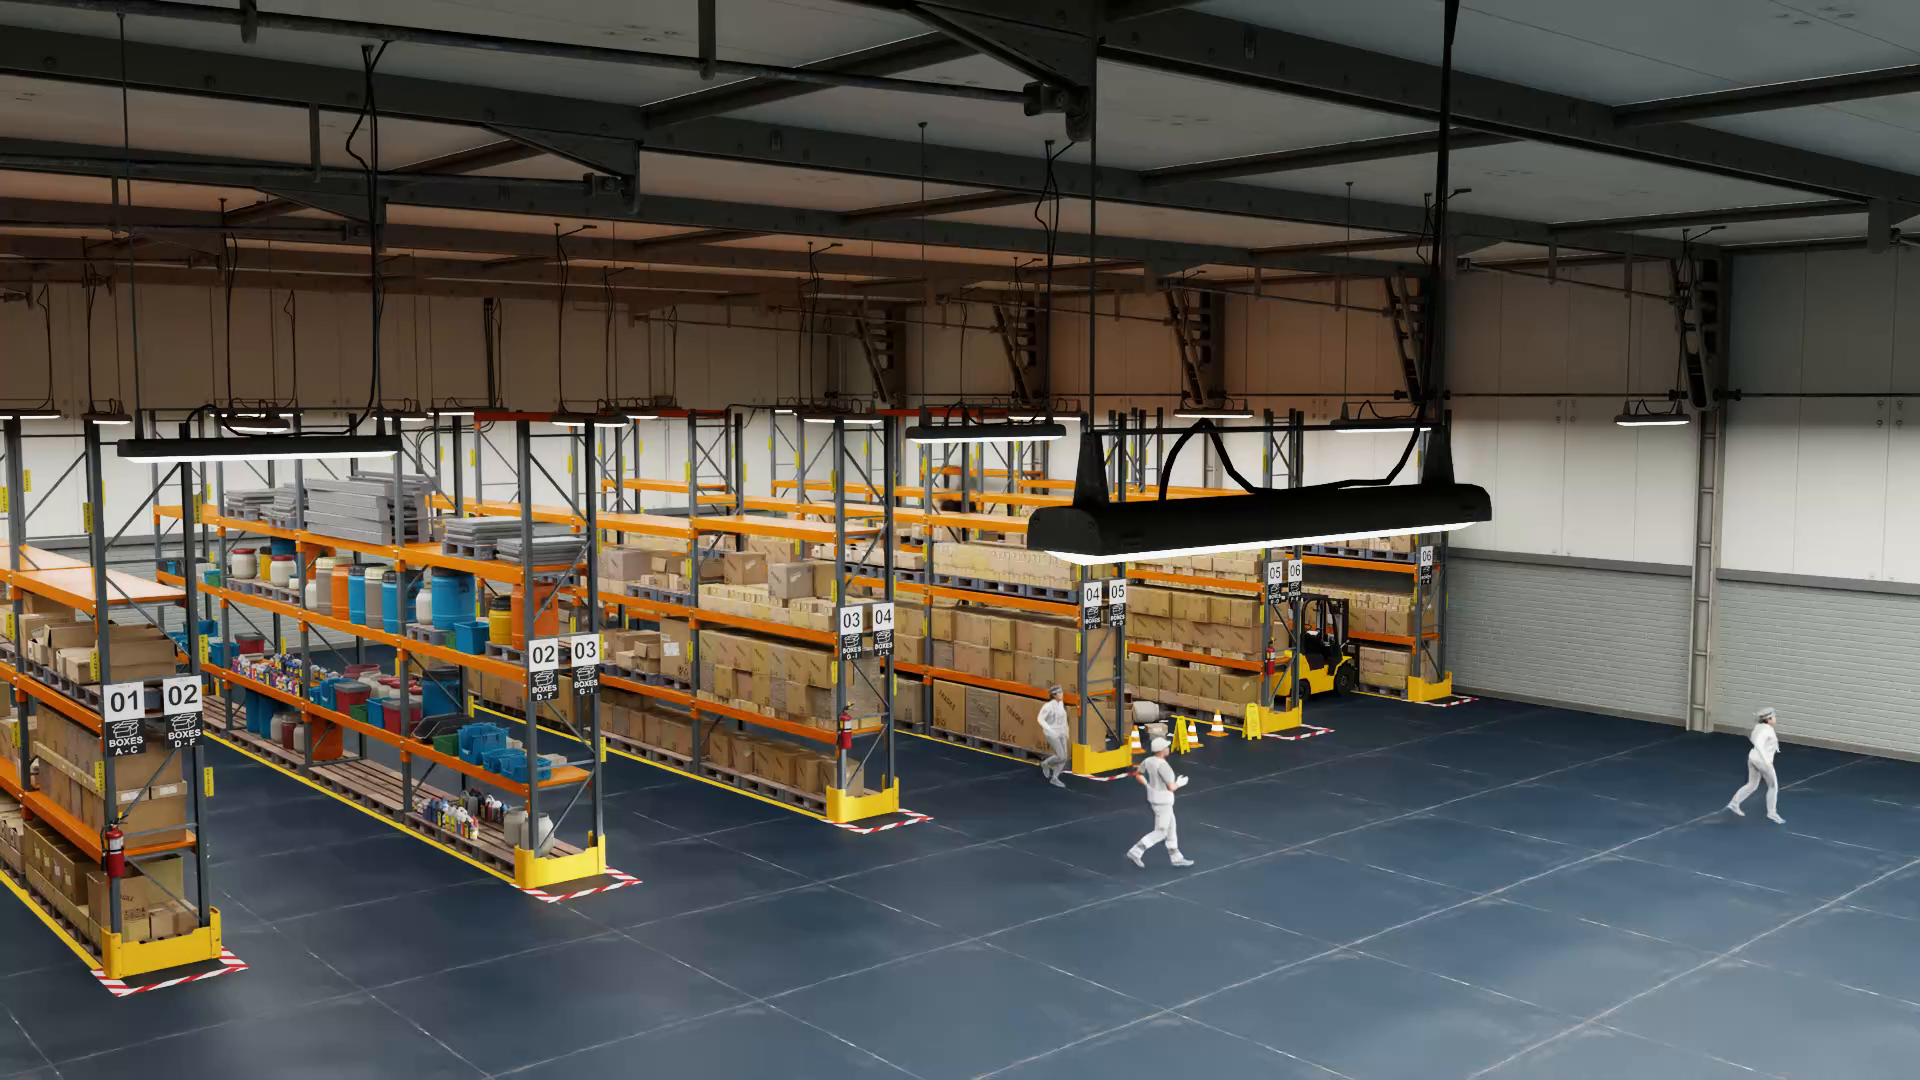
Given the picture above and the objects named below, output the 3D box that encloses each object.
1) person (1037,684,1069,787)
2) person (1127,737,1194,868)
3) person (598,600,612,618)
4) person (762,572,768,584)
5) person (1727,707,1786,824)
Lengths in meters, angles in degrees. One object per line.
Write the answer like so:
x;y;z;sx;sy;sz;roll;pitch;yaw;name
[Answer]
1.552;3.157;26.919;0.502;1.661;0.652;5;7;43;person
2.655;3.485;22.021;0.995;1.765;0.662;-1;5;-14;person
-8.982;1.852;41.226;0.720;1.732;0.961;-3;6;-28;person
-5.266;1.559;44.490;0.956;1.678;0.707;0;5;-4;person
11.810;3.320;24.618;0.793;1.732;0.611;0;5;1;person
